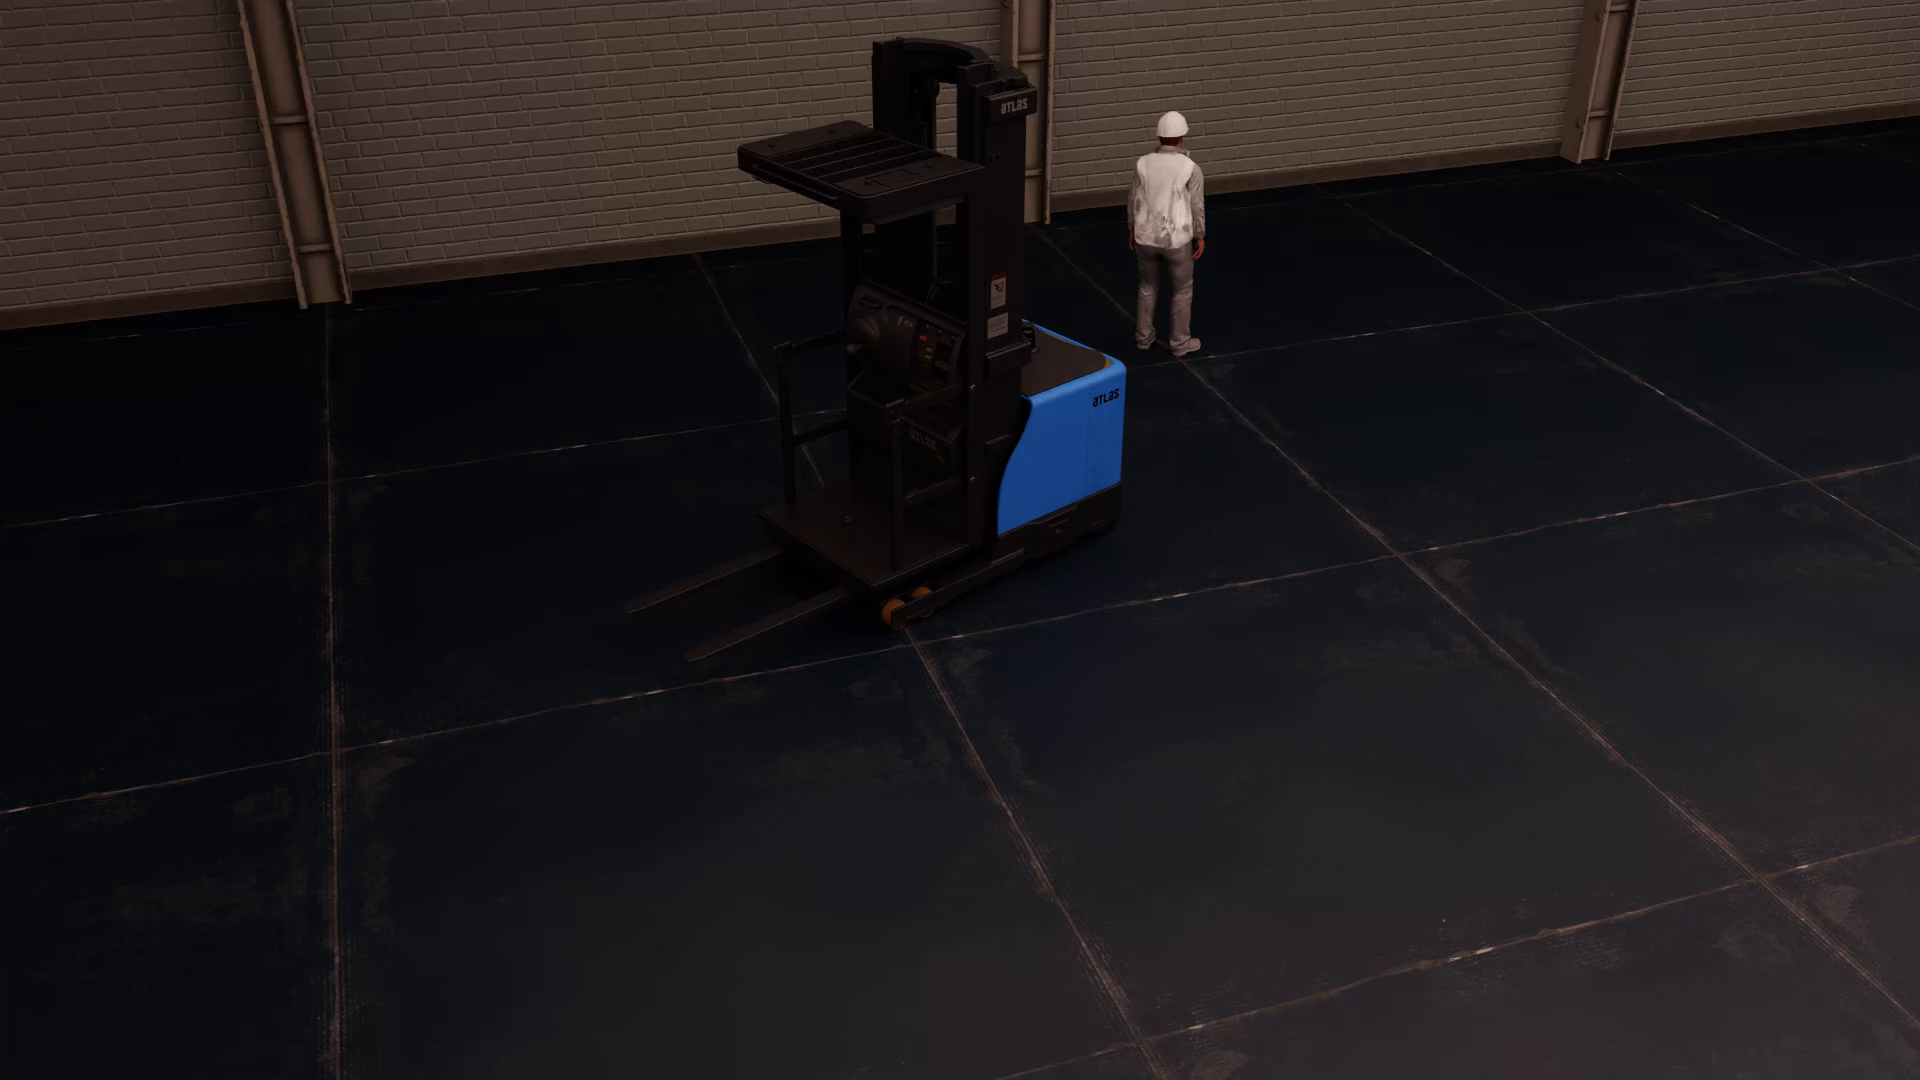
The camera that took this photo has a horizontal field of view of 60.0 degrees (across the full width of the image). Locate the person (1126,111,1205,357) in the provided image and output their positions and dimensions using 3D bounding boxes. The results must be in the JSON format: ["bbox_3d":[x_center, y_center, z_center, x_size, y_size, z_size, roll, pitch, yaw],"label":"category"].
[{"bbox_3d":[1.499,-2.219,12.109,0.590,1.770,0.465,13,33,22],"label":"person"}]

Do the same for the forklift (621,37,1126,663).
[{"bbox_3d":[-0.461,-1.072,8.951,3.031,2.935,1.130,-23,37,-34],"label":"forklift"}]
